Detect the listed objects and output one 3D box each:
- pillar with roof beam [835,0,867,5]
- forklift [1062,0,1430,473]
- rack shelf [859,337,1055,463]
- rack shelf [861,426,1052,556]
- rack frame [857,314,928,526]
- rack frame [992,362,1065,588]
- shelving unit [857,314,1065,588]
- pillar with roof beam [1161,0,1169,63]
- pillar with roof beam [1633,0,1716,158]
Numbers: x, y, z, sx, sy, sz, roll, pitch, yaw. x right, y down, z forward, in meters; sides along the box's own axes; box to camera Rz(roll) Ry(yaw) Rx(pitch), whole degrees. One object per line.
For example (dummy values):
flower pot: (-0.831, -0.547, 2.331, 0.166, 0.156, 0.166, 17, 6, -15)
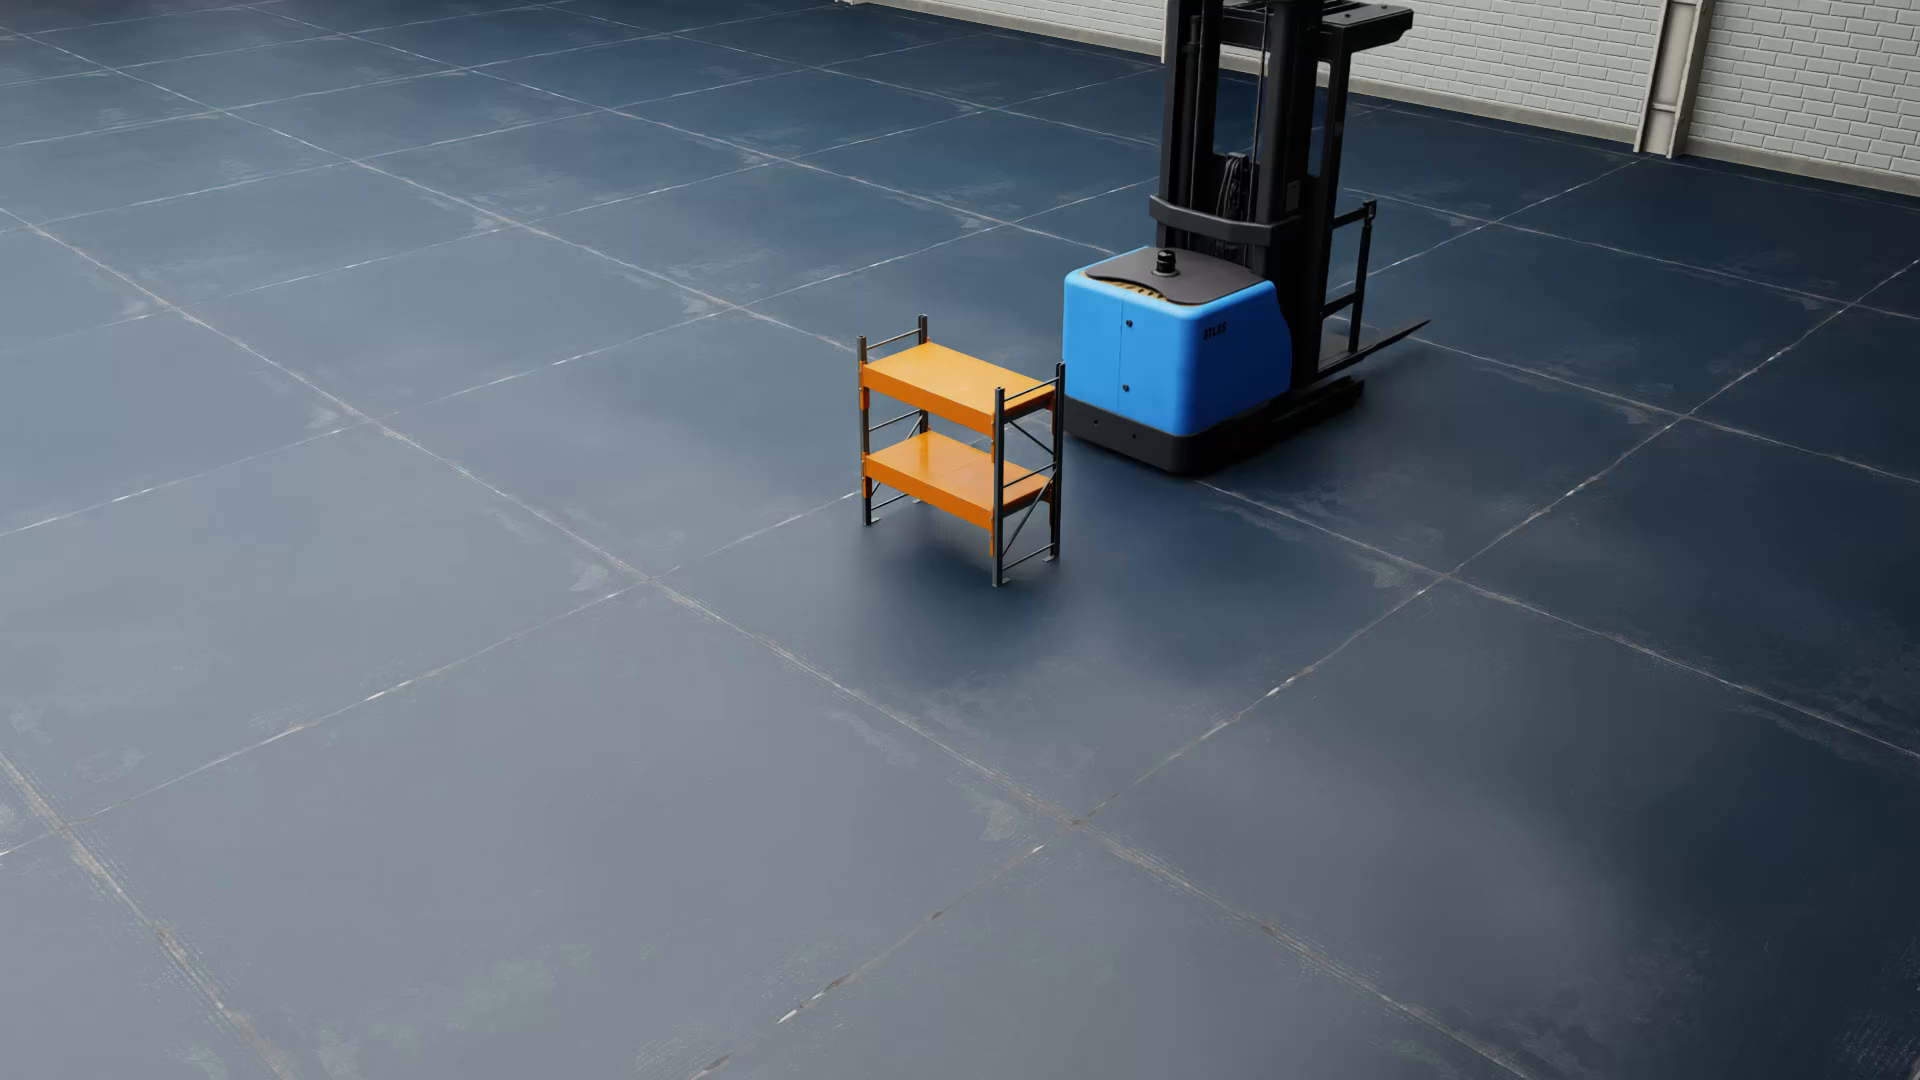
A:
pillar with roof beam: (-4.587, -10.349, 19.263, 0.400, 9.000, 9.100, 25, 36, 38)
forklift: (2.014, -2.277, 10.431, 3.031, 2.935, 1.130, -25, 37, -39)
rack shelf: (-0.005, -0.759, 8.856, 1.000, 0.278, 0.538, 25, 36, 38)
rack shelf: (-0.005, -0.284, 9.106, 1.000, 0.278, 0.538, 25, 36, 38)
rack frame: (-0.367, -0.666, 9.308, 0.032, 1.125, 0.500, 25, 36, 38)
rack frame: (0.358, -0.334, 8.677, 0.032, 1.125, 0.500, 25, 36, 38)
shelving unit: (-0.005, -0.500, 8.992, 1.048, 1.125, 0.538, 25, 36, 38)
pillar with roof beam: (-0.309, -8.392, 15.540, 0.400, 9.000, 9.100, 25, 36, 38)
pillar with roof beam: (3.970, -6.434, 11.817, 0.400, 9.000, 9.100, 25, 36, 38)
